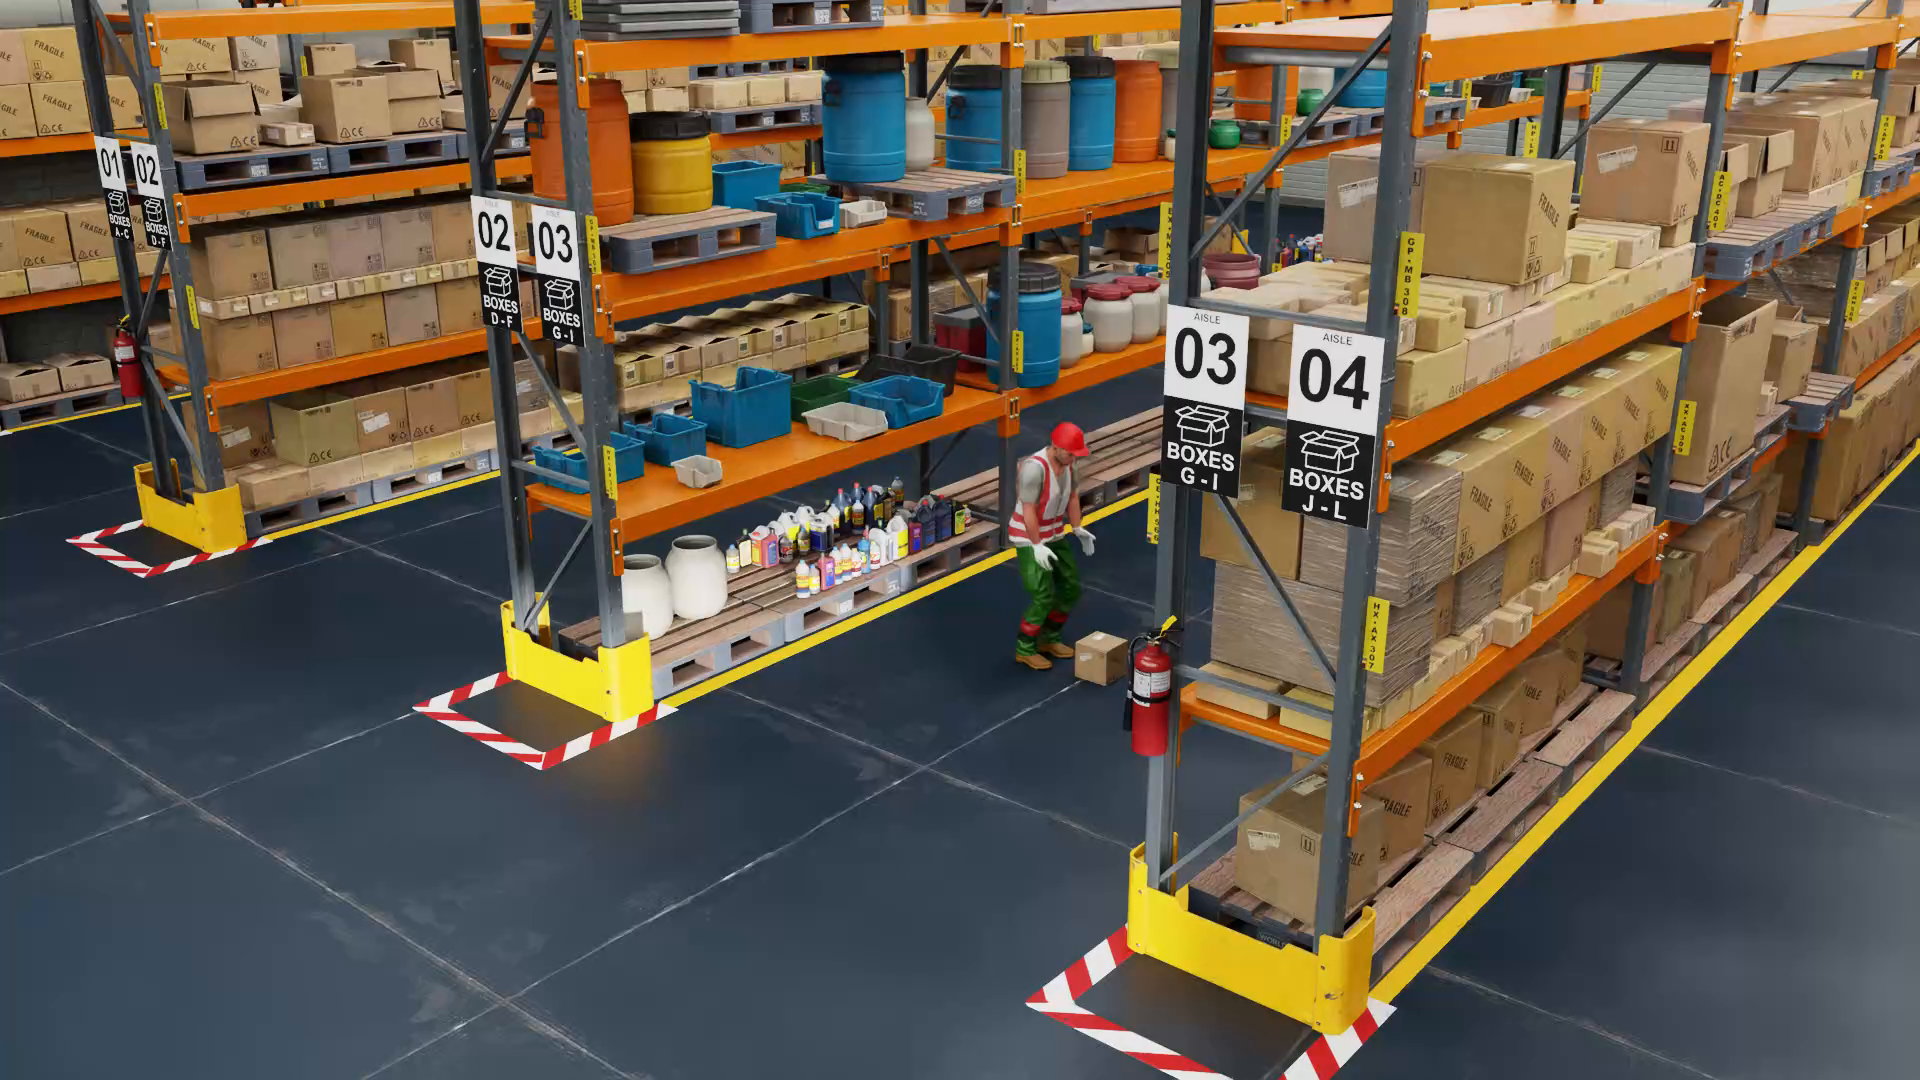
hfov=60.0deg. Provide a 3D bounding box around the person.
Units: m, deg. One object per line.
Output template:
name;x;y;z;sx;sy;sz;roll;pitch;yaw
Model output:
person;0.614;0.011;11.145;0.516;1.698;0.554;16;26;38
